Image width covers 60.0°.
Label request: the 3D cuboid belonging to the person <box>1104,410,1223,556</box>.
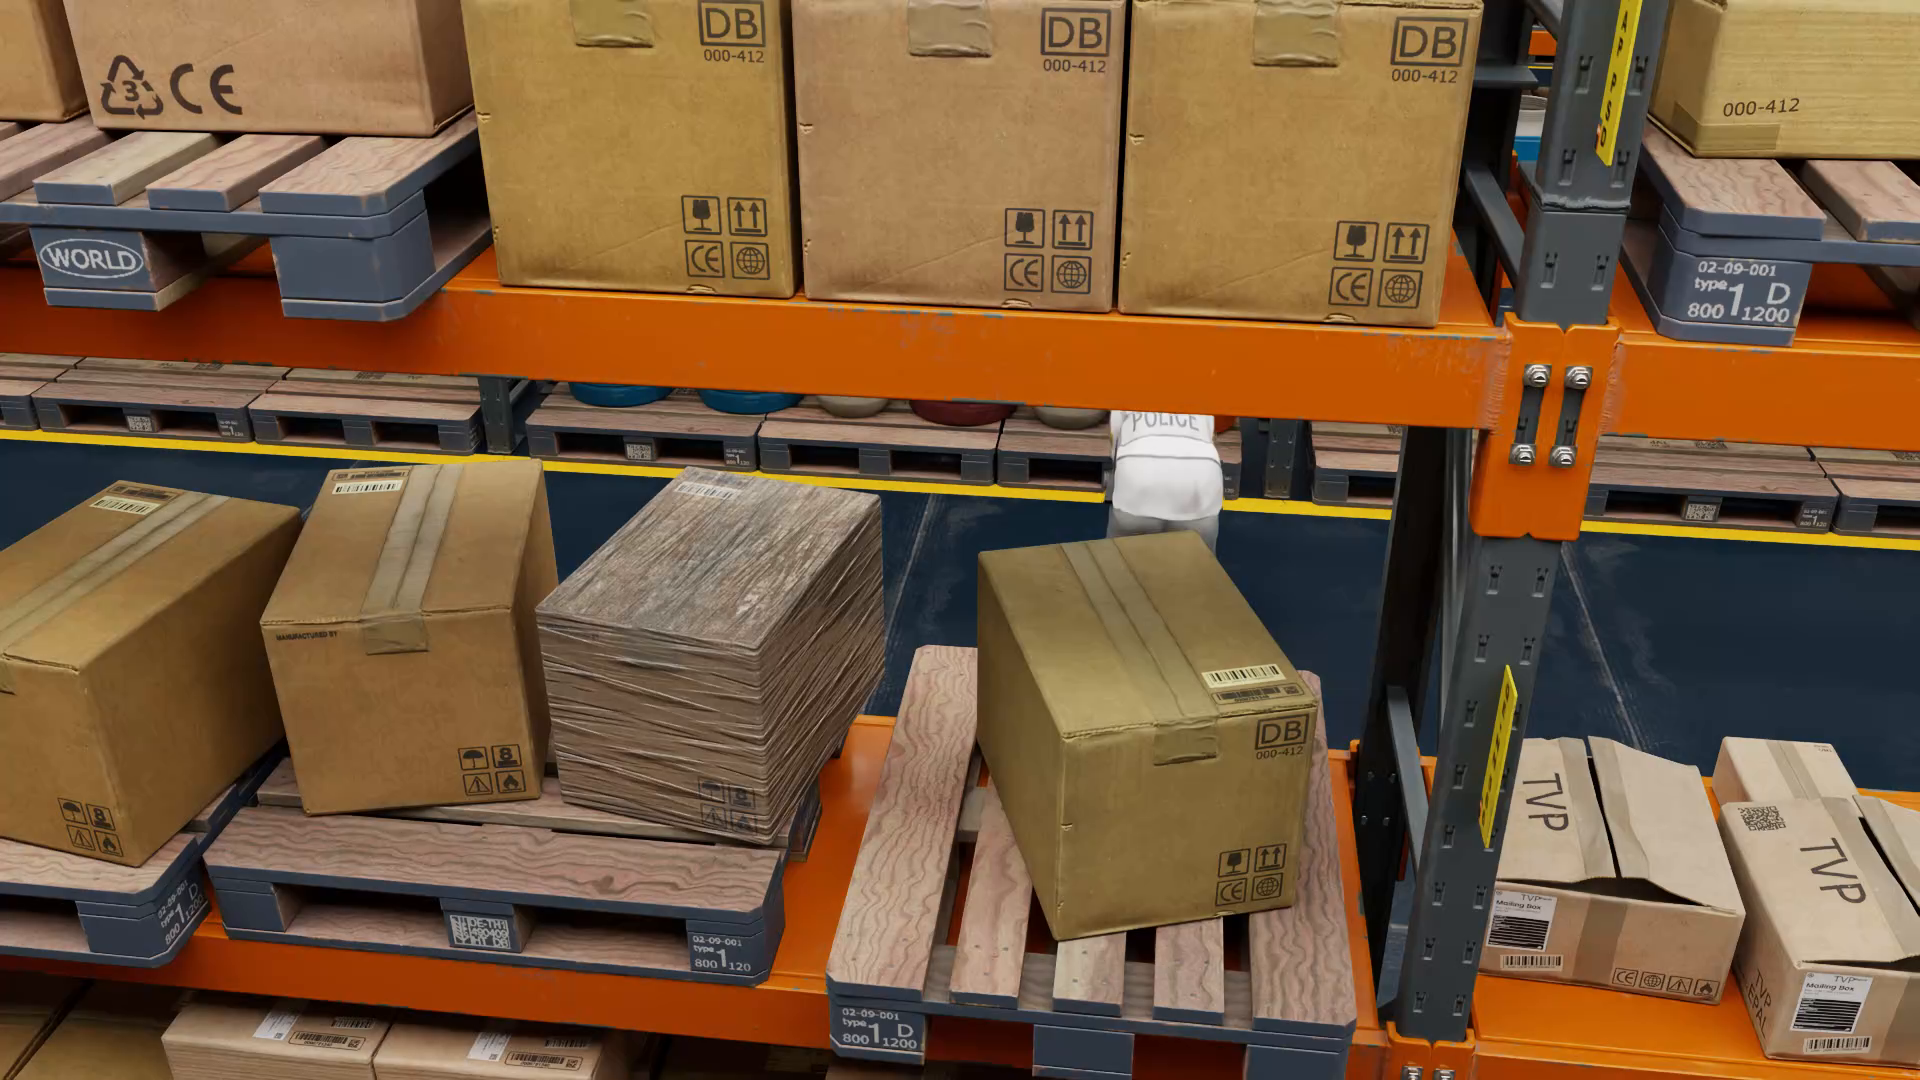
[{"bbox_3d":[0.809,-0.103,6.708,0.460,1.291,0.883,3,29,5],"label":"person"}]
